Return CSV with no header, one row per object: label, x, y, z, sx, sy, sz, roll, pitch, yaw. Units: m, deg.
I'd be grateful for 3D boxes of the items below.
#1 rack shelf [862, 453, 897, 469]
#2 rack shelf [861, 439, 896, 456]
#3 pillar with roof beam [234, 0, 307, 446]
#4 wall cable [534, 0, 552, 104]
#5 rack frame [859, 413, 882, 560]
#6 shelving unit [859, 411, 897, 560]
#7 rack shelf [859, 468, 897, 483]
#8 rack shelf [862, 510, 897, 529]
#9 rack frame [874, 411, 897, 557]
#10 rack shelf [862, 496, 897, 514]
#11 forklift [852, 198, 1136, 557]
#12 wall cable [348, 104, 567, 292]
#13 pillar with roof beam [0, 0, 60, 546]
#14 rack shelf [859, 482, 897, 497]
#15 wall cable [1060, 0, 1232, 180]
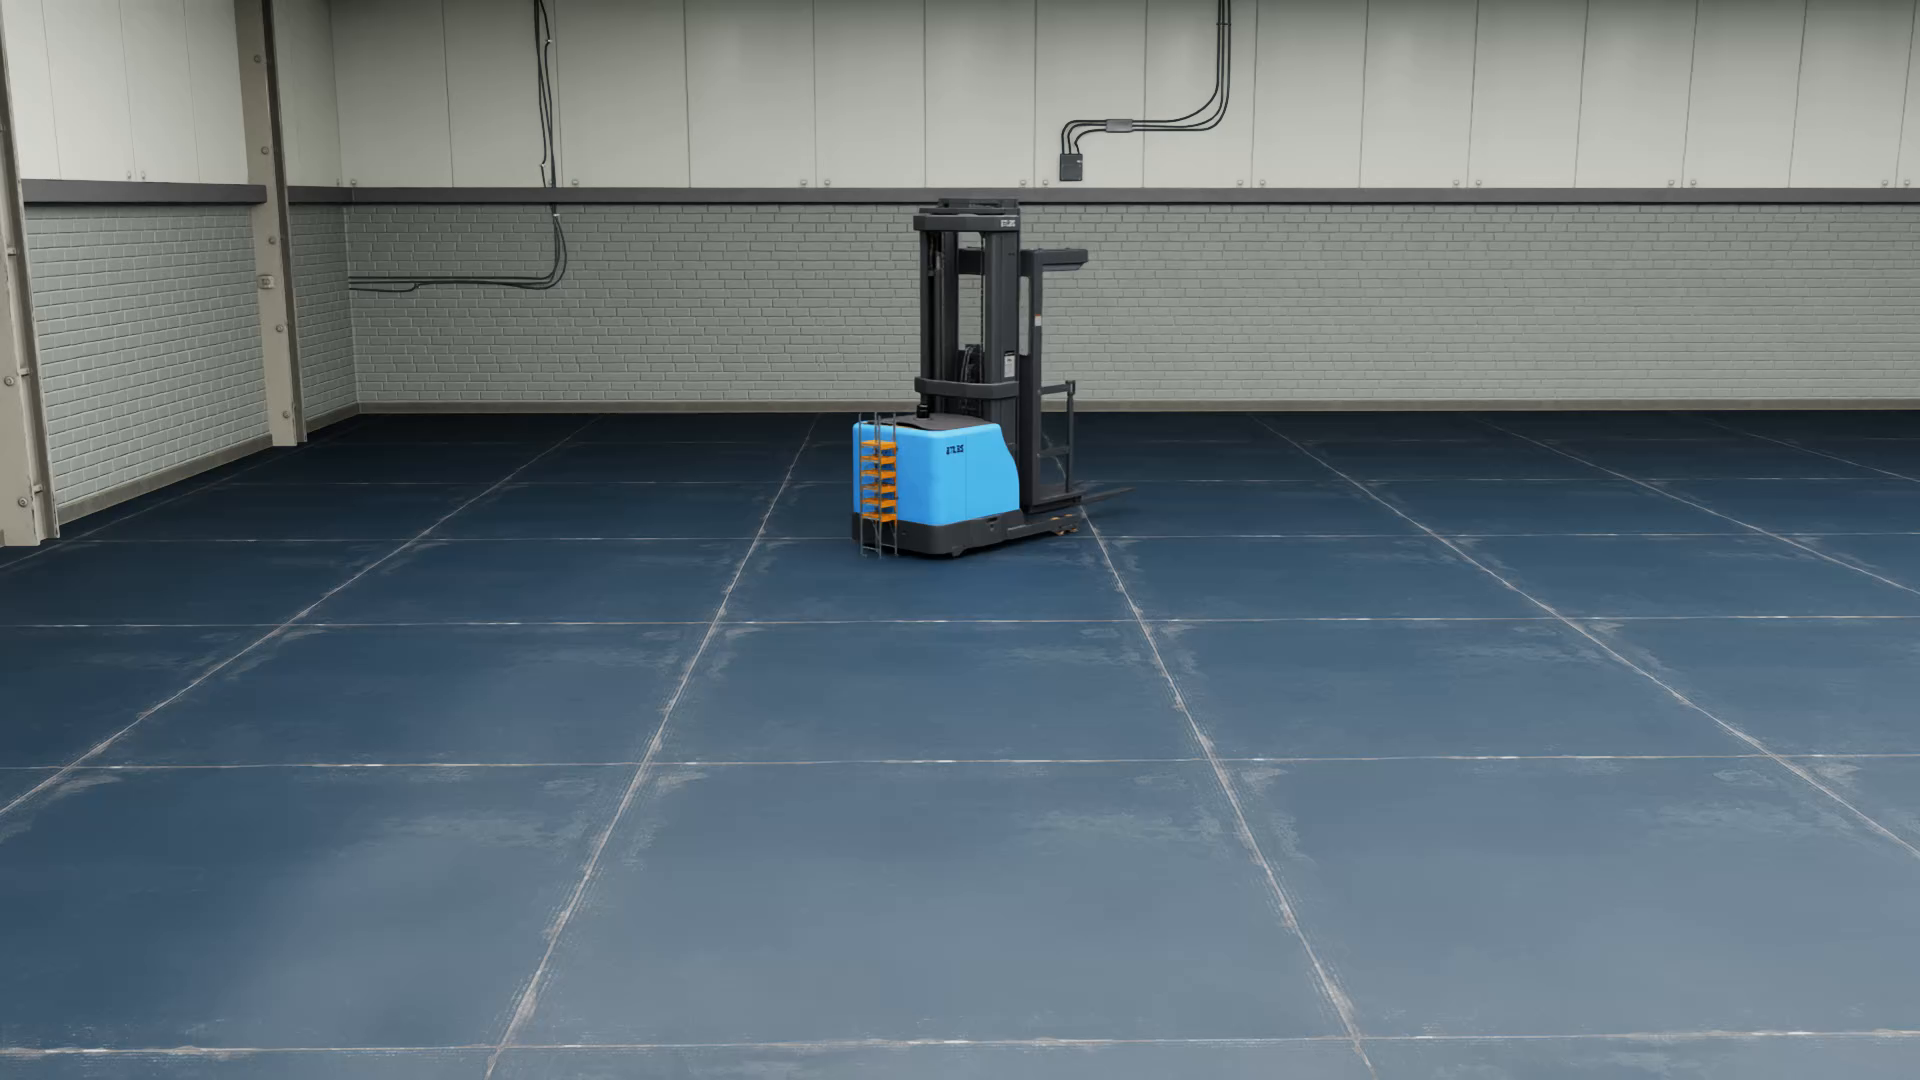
rack shelf,-0.679,-0.643,13.726,0.258,0.103,0.180,10,15,41
rack shelf,-0.679,-0.760,13.703,0.258,0.103,0.180,10,15,41
pillar with roof beam,-3.925,-5.610,19.578,9.100,9.000,0.400,0,11,-1
wall cable,-4.263,-7.148,22.266,3.097,2.526,0.112,0,11,-1
rack frame,-0.740,-0.438,13.698,0.240,1.200,0.006,10,15,41
shelving unit,-0.679,-0.451,13.765,0.258,1.200,0.189,10,15,41
rack shelf,-0.679,-0.525,13.750,0.258,0.103,0.180,10,15,41
rack shelf,-0.679,-0.172,13.822,0.258,0.103,0.180,10,15,41
rack frame,-0.618,-0.465,13.833,0.240,1.200,0.006,10,15,41
rack shelf,-0.679,-0.290,13.798,0.258,0.103,0.180,10,15,41
forklift,0.429,-1.533,14.742,1.130,2.935,3.031,10,15,41
wall cable,-6.967,-4.662,22.713,3.097,2.526,0.112,0,11,-1
pillar with roof beam,-3.801,-4.417,13.699,9.100,9.000,0.400,0,11,-1
rack shelf,-0.679,-0.408,13.774,0.258,0.103,0.180,10,15,41
wall cable,2.524,-7.886,22.243,2.305,6.003,0.169,0,11,-1
